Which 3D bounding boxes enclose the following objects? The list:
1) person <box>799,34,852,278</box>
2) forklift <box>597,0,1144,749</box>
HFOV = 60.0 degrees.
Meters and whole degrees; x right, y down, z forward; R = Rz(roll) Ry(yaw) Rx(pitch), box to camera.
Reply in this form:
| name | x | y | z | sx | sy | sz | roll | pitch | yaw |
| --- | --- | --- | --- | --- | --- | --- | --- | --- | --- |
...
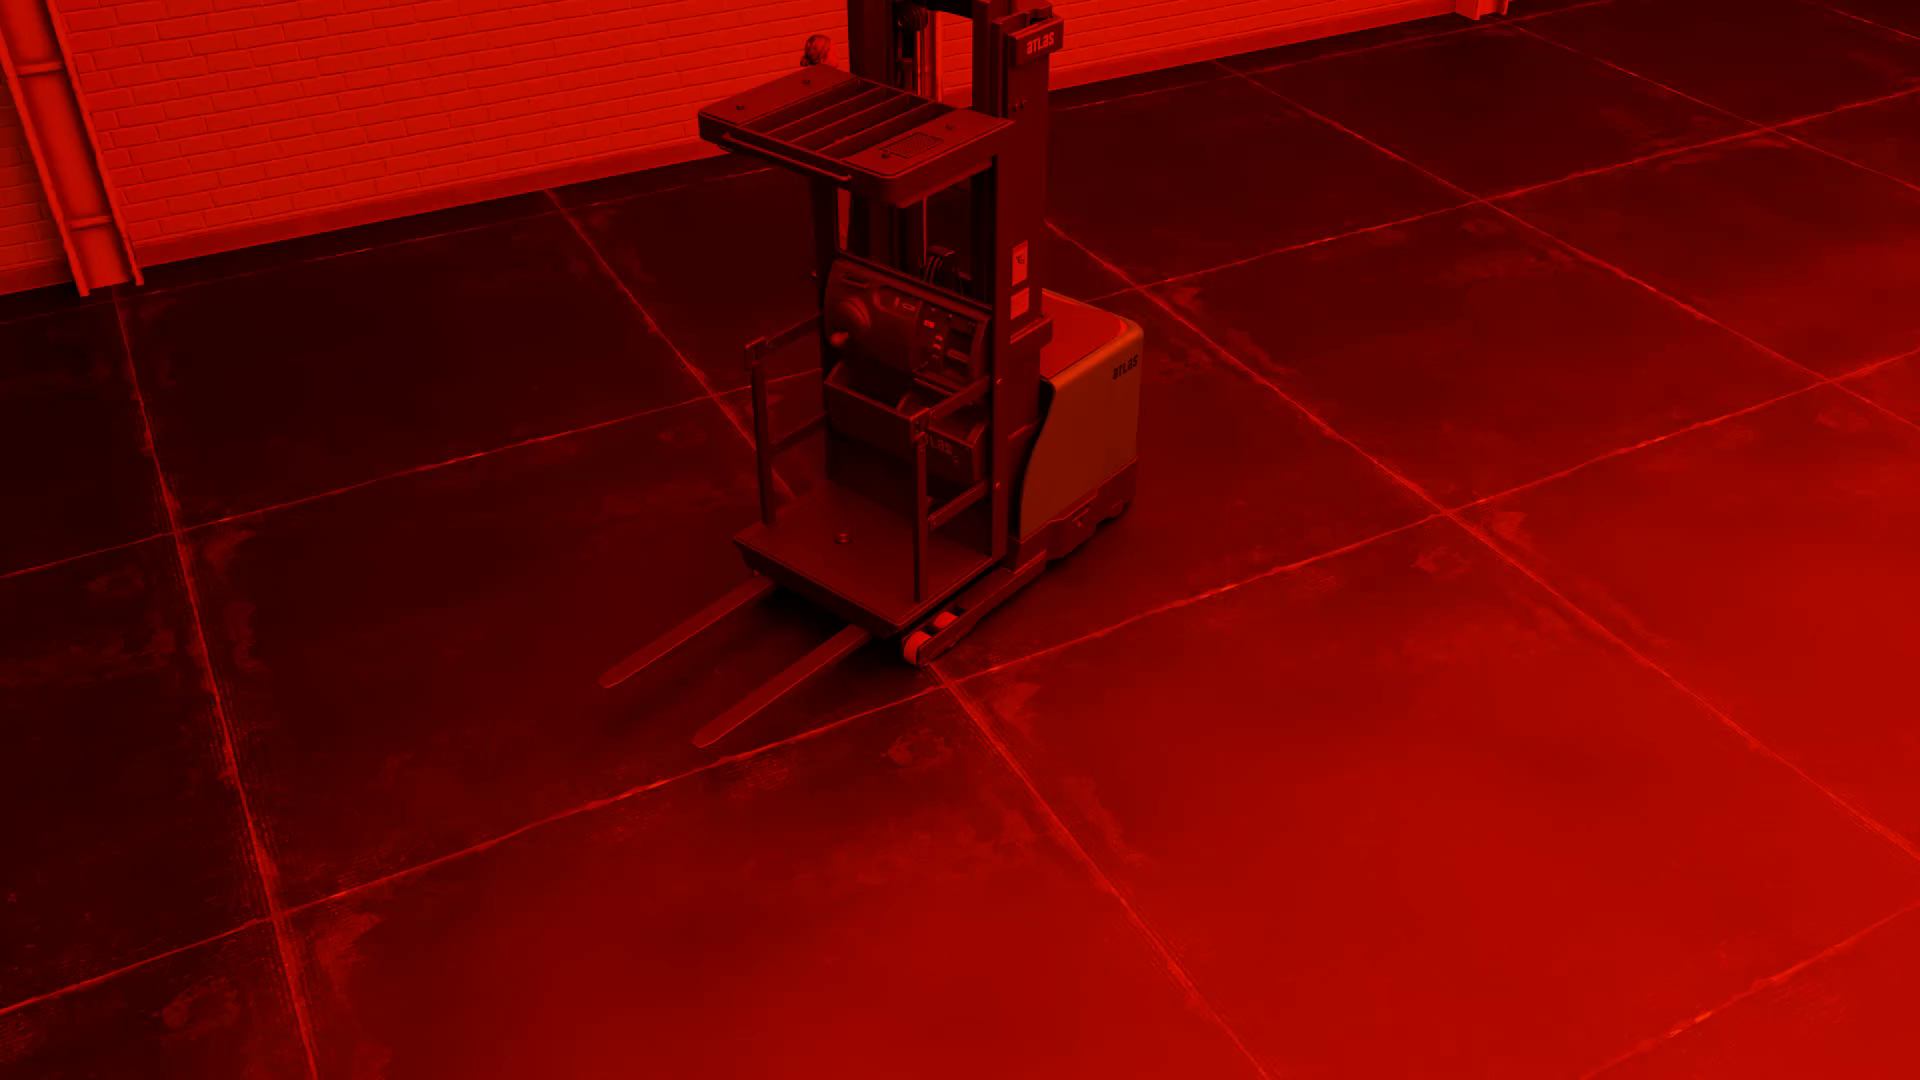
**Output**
| name | x | y | z | sx | sy | sz | roll | pitch | yaw |
| --- | --- | --- | --- | --- | --- | --- | --- | --- | --- |
| person | -0.818 | -2.411 | 10.643 | 0.339 | 1.659 | 0.448 | -15 | 38 | -20 |
| forklift | -0.390 | -0.927 | 7.434 | 1.130 | 2.935 | 3.031 | 26 | 43 | 31 |
